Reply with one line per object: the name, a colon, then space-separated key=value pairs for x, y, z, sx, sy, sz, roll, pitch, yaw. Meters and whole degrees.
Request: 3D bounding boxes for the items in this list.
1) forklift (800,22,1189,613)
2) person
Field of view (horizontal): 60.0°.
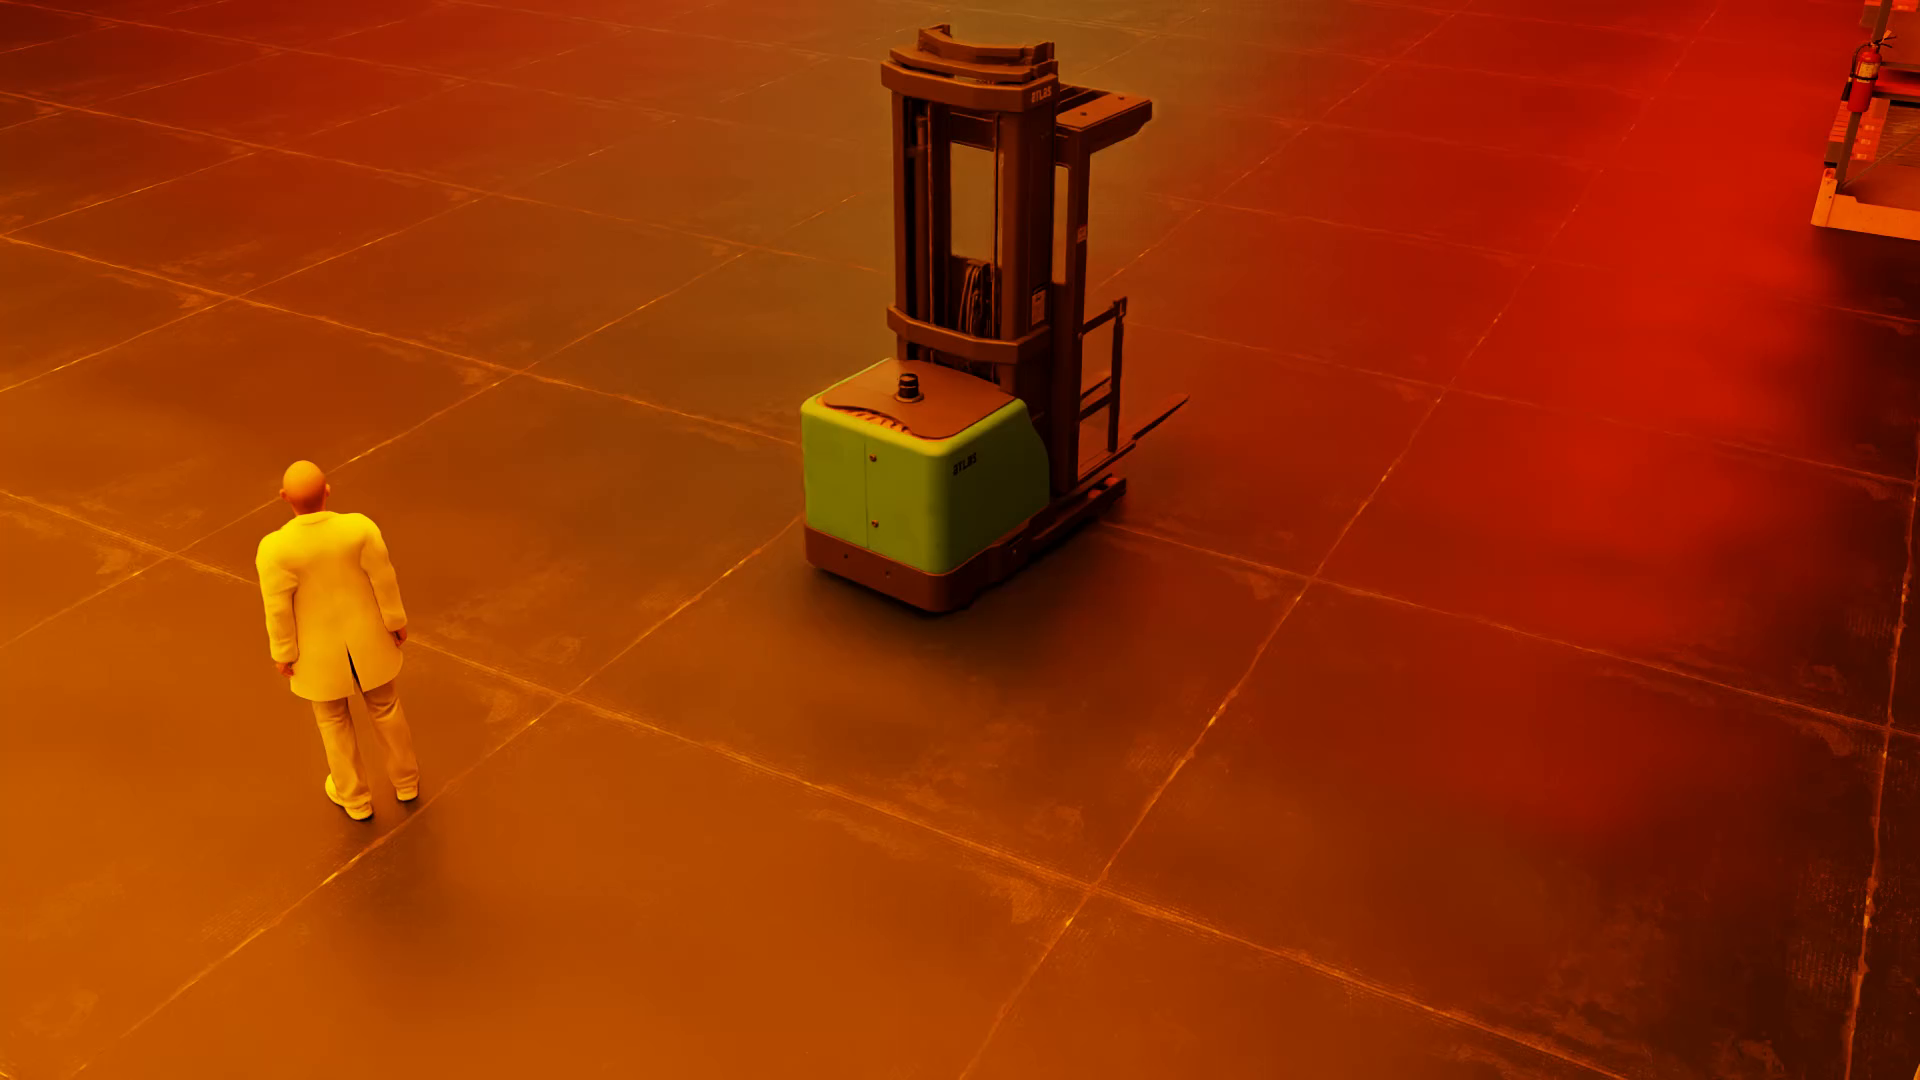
forklift: x=0.382 y=-1.549 z=9.754 sx=1.130 sy=2.935 sz=3.031 roll=20 pitch=36 yaw=31
person: x=-2.797 y=0.429 z=7.477 sx=0.593 sy=1.783 sz=0.393 roll=-17 pitch=34 yaw=-27
